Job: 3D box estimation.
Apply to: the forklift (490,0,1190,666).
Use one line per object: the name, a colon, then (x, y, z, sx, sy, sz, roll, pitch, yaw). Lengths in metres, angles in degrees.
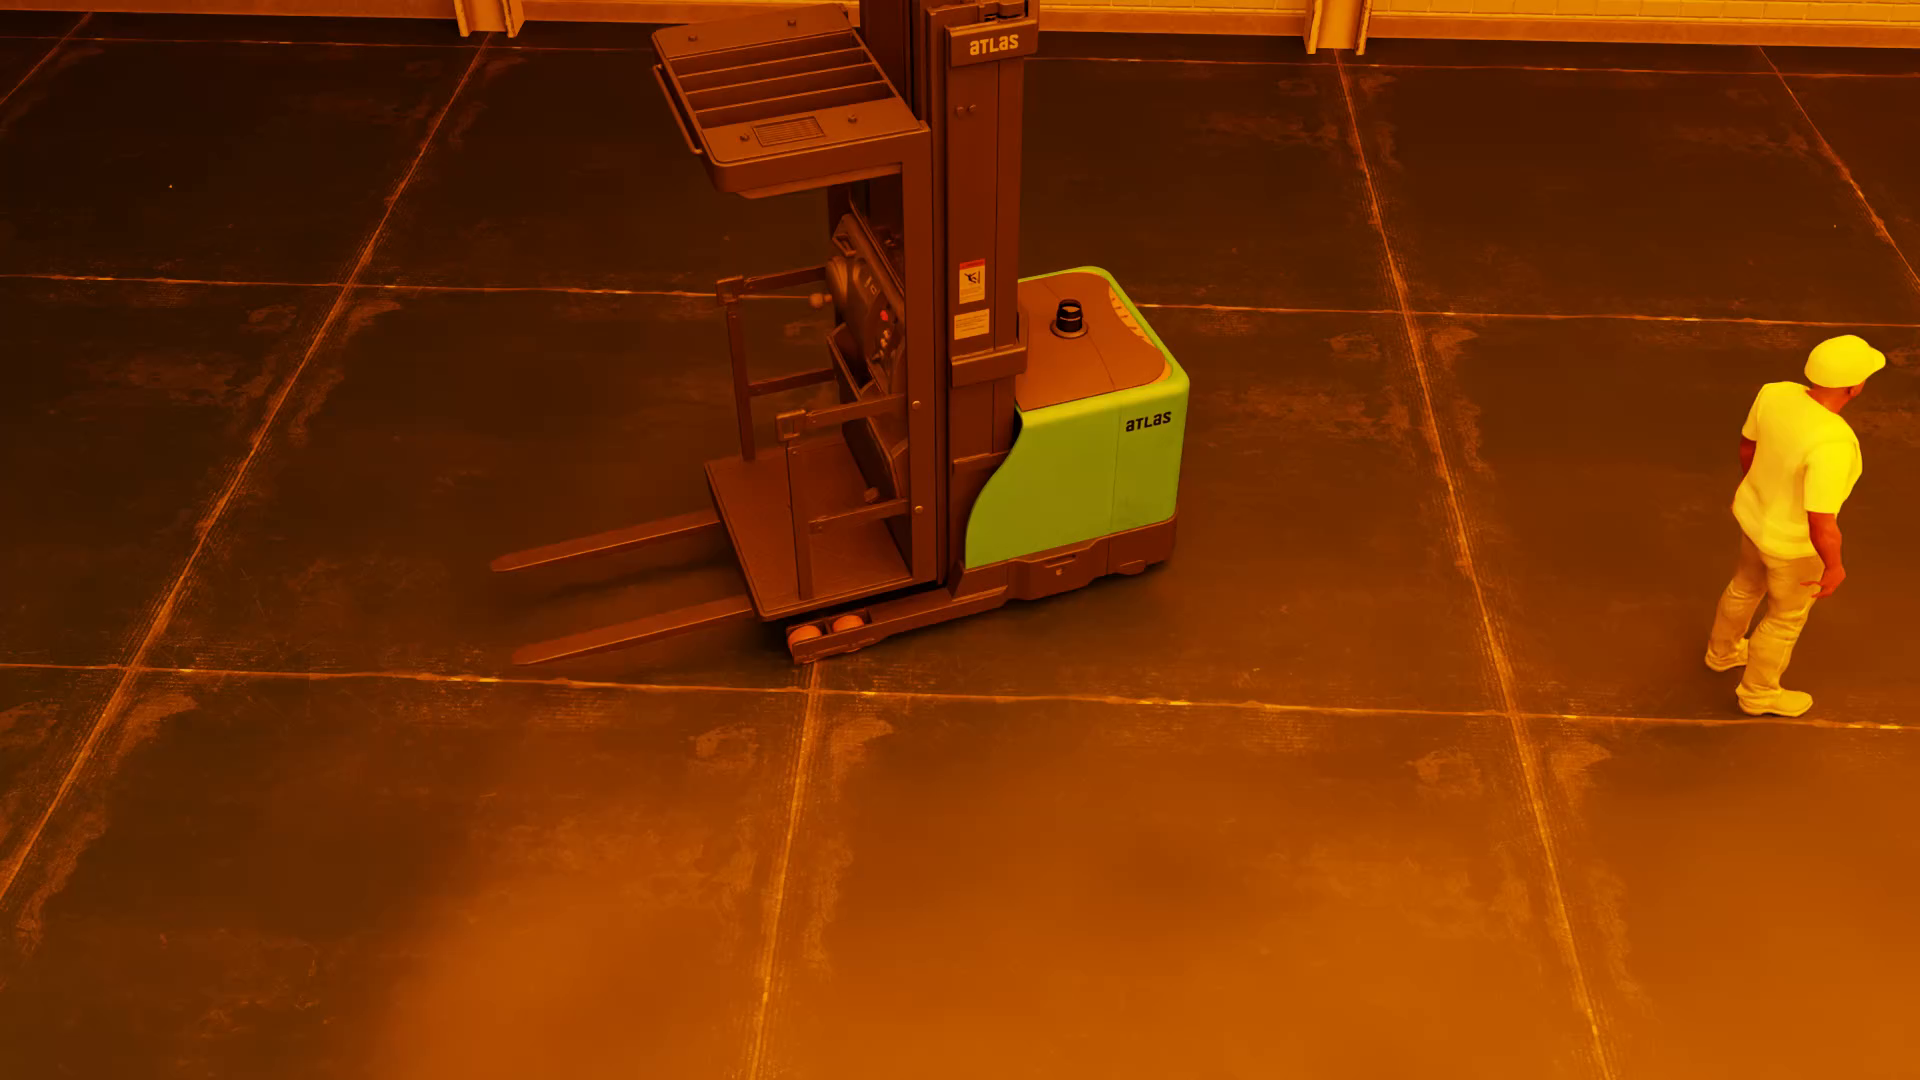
forklift: (-0.573, -0.945, 6.778, 3.031, 2.935, 1.130, -13, 44, -14)

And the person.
person: (3.362, -0.062, 6.677, 0.517, 1.776, 0.662, -5, 43, -5)
